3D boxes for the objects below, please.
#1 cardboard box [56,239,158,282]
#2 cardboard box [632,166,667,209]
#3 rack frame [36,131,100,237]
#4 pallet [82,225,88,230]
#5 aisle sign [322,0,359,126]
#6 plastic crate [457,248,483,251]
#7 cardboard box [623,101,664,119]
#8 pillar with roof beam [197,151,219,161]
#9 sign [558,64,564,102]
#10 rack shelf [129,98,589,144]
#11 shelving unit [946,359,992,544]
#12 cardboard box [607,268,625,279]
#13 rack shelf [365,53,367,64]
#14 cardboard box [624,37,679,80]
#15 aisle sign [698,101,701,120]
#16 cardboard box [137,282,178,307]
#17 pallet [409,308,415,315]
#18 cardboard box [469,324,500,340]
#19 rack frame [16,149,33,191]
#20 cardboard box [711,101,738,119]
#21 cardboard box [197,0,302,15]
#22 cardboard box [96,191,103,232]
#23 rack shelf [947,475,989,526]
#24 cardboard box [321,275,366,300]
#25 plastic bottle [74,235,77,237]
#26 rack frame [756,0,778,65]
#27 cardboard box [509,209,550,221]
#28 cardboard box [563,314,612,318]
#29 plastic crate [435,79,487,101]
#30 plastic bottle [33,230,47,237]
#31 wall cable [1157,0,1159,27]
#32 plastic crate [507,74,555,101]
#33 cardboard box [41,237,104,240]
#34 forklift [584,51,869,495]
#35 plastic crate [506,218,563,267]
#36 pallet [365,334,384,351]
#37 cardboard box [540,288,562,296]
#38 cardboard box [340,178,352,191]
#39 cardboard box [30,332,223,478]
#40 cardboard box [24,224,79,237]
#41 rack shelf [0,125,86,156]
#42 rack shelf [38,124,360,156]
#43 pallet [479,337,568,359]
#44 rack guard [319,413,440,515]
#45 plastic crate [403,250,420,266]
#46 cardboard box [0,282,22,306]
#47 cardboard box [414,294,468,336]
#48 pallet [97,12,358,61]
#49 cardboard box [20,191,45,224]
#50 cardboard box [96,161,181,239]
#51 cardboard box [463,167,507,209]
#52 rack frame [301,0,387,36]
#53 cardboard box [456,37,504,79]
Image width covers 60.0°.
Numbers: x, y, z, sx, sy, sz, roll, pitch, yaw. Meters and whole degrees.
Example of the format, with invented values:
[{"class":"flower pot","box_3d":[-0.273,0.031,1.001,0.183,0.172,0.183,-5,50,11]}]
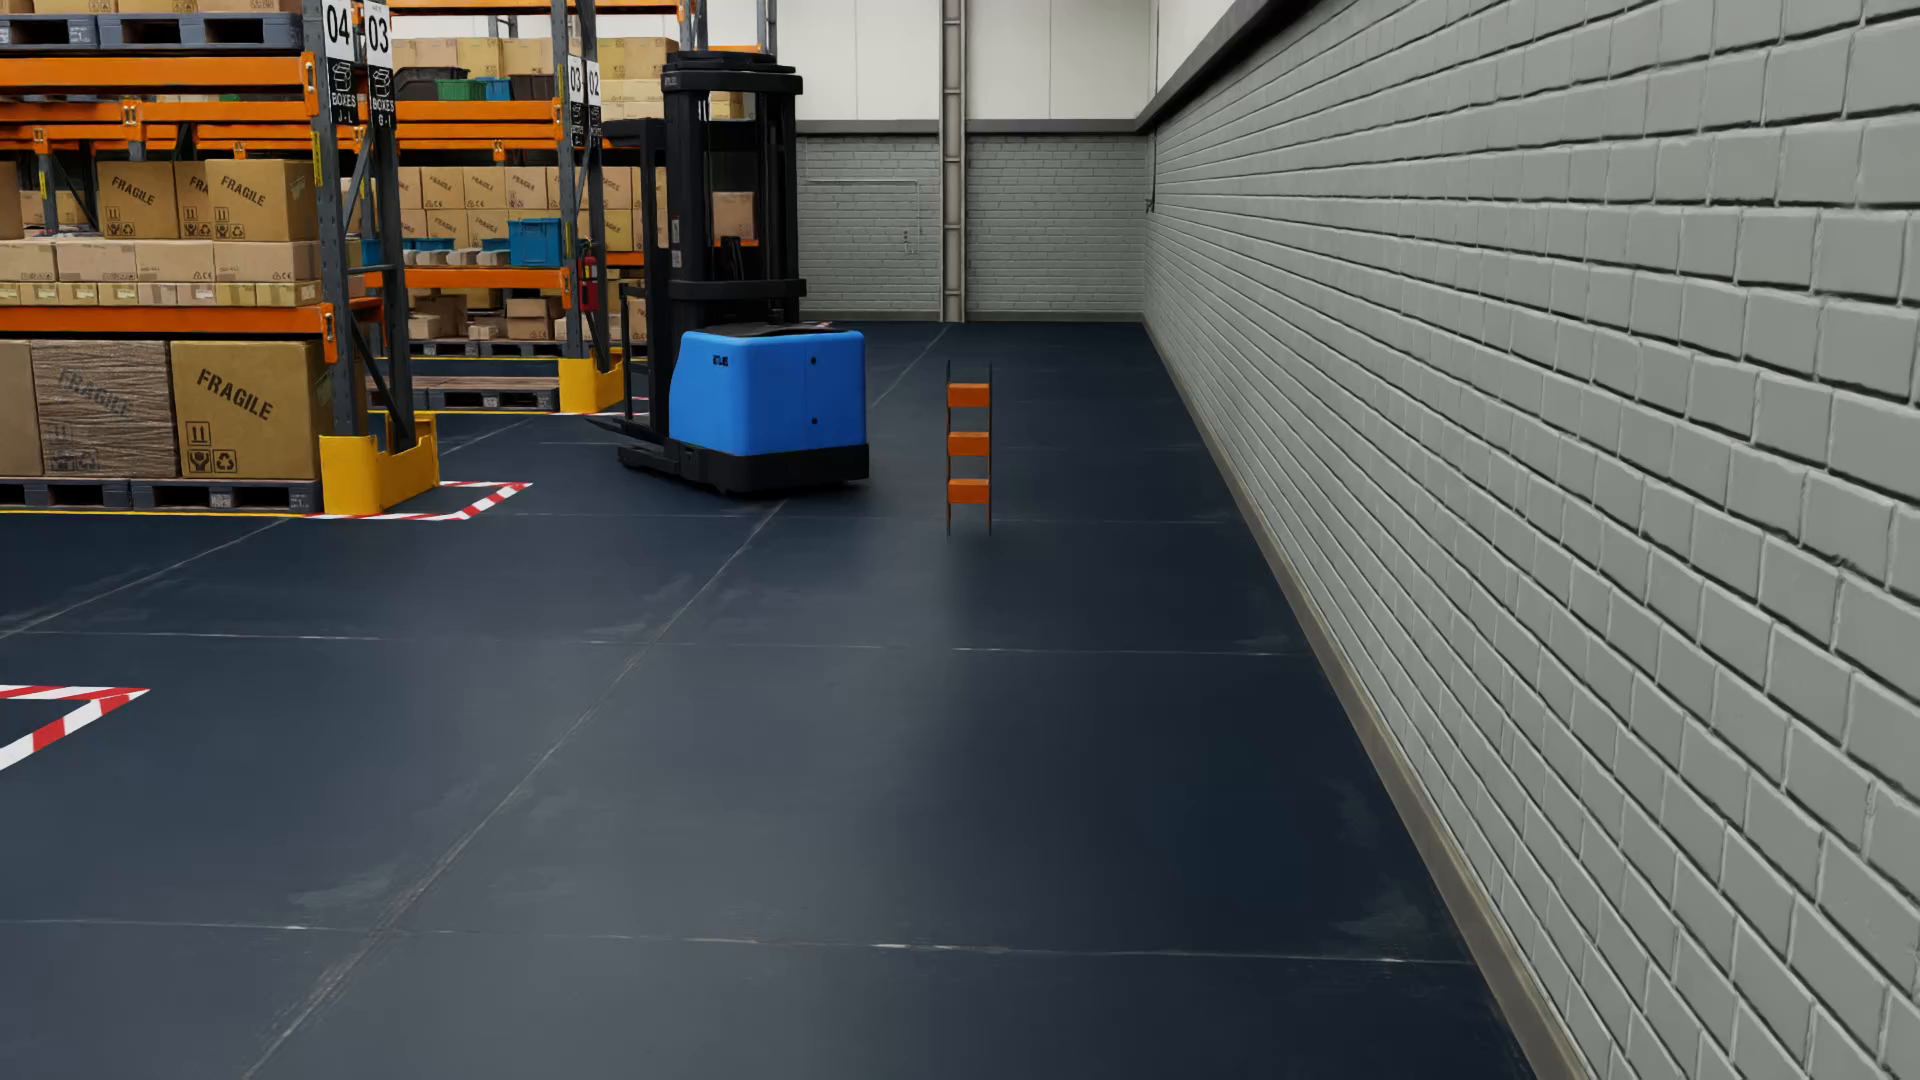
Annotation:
[{"class":"cardboard box","box_3d":[-5.372,-1.783,10.606,0.500,0.250,0.500,0,12,2]},{"class":"cardboard box","box_3d":[-3.654,-4.256,20.104,0.500,0.500,0.500,1,12,3]},{"class":"rack frame","box_3d":[-11.174,-3.878,20.979,0.127,3.000,1.000,1,12,4]},{"class":"pallet","box_3d":[-12.824,-4.815,25.927,1.213,0.211,1.003,1,12,4]},{"class":"aisle sign","box_3d":[-3.806,-2.955,10.218,0.004,0.787,0.394,1,12,4]},{"class":"plastic crate","box_3d":[-4.742,-2.758,16.124,0.298,0.136,0.250,1,12,4]},{"class":"cardboard box","box_3d":[-3.722,-5.116,19.941,0.500,0.250,0.500,1,12,4]},{"class":"pillar with roof beam","box_3d":[-12.373,-7.141,21.929,0.400,9.000,9.100,1,12,4]},{"class":"sign","box_3d":[-3.547,-4.061,14.784,0.005,0.325,0.100,1,12,4]},{"class":"rack shelf","box_3d":[-5.522,-3.900,15.516,4.000,0.370,1.077,1,12,4]},{"class":"shelving unit","box_3d":[0.053,-0.513,9.657,0.252,1.050,0.215,1,12,4]},{"class":"cardboard box","box_3d":[-5.266,-4.054,25.319,0.250,0.149,0.380,0,12,2]},{"class":"rack shelf","box_3d":[-8.851,-7.251,25.187,4.000,0.370,1.077,1,12,4]},{"class":"cardboard box","box_3d":[-3.705,-5.778,20.054,0.500,0.500,0.700,1,12,4]},{"class":"aisle sign","box_3d":[-3.144,-4.977,19.886,0.004,0.787,0.394,1,12,4]},{"class":"cardboard box","box_3d":[-4.995,-1.570,10.559,0.250,0.149,0.380,1,12,5]},{"class":"pallet","box_3d":[-8.851,-3.481,25.896,1.213,0.211,1.003,1,12,4]},{"class":"cardboard box","box_3d":[-5.915,-2.592,20.677,0.250,0.166,0.380,1,12,4]},{"class":"rack frame","box_3d":[-14.837,-4.944,26.079,0.127,3.000,1.000,1,12,4]},{"class":"cardboard box","box_3d":[-3.613,-6.385,24.738,0.500,0.250,0.500,1,12,5]},{"class":"cardboard box","box_3d":[-4.380,-3.512,10.393,0.500,0.500,0.700,0,12,0]},{"class":"cardboard box","box_3d":[-10.538,-4.147,20.995,0.500,0.500,0.700,-3,12,-15]},{"class":"rack shelf","box_3d":[0.053,-0.231,9.716,0.240,0.259,0.215,1,12,4]},{"class":"cardboard box","box_3d":[-4.189,-1.694,11.153,0.250,0.149,0.380,1,12,4]},{"class":"plastic bottle","box_3d":[-8.741,-2.858,16.391,0.133,0.283,0.061,1,12,4]},{"class":"rack frame","box_3d":[-2.864,-7.717,24.680,0.127,3.000,1.000,1,12,4]},{"class":"cardboard box","box_3d":[-5.175,-3.789,20.311,0.500,0.500,0.500,1,12,3]},{"class":"cardboard box","box_3d":[-4.713,-2.717,21.071,0.500,0.250,0.500,1,12,4]},{"class":"plastic crate","box_3d":[-4.529,-4.076,15.119,0.336,0.188,0.450,1,12,4]},{"class":"plastic bottle","box_3d":[-8.641,-2.735,15.638,0.185,0.351,0.144,1,12,4]},{"class":"wall cable","box_3d":[2.574,-7.966,21.120,0.112,2.526,3.097,1,12,4]},{"class":"plastic crate","box_3d":[-3.892,-4.223,15.622,0.590,0.269,0.497,1,12,4]},{"class":"cardboard box","box_3d":[-5.859,-1.898,11.155,0.500,0.250,0.500,1,12,3]},{"class":"forklift","box_3d":[-1.885,-1.987,12.107,1.130,2.935,3.031,-8,14,-34]},{"class":"plastic crate","box_3d":[-3.873,-2.769,15.449,0.499,0.435,0.616,1,12,4]},{"class":"pallet","box_3d":[-7.997,-2.461,21.020,1.213,0.211,1.003,1,12,4]},{"class":"cardboard box","box_3d":[-6.116,-3.786,25.620,0.500,0.500,0.700,1,12,4]},{"class":"cardboard box","box_3d":[-9.375,-5.389,25.353,0.500,0.250,0.500,1,12,4]},{"class":"cardboard box","box_3d":[-5.409,-0.915,10.979,0.875,0.875,0.875,1,12,4]},{"class":"cardboard box","box_3d":[-11.534,-3.848,21.055,0.500,0.311,0.500,2,12,7]},{"class":"rack shelf","box_3d":[-13.169,-5.021,20.877,4.000,0.370,1.077,1,12,4]},{"class":"rack shelf","box_3d":[-9.178,-4.966,20.615,4.000,0.370,1.077,1,12,4]},{"class":"pallet","box_3d":[-5.277,-2.432,20.880,1.213,0.211,1.003,1,12,4]},{"class":"rack guard","box_3d":[-3.833,-0.521,11.036,0.348,0.500,1.175,1,12,4]},{"class":"plastic crate","box_3d":[-5.216,-2.637,15.545,0.250,0.136,0.298,1,12,4]},{"class":"cardboard box","box_3d":[-6.020,-1.583,10.624,0.250,0.149,0.380,0,12,2]},{"class":"cardboard box","box_3d":[-6.595,-2.865,21.168,0.500,0.500,0.500,1,12,4]},{"class":"pallet","box_3d":[-4.598,-3.177,10.522,1.213,0.211,1.003,1,12,4]},{"class":"cardboard box","box_3d":[-14.332,-5.195,25.957,0.500,0.500,0.700,1,12,4]},{"class":"cardboard box","box_3d":[-5.334,-2.258,11.046,0.500,0.500,0.500,0,12,2]},{"class":"cardboard box","box_3d":[-5.704,-4.283,20.232,0.500,0.500,0.500,0,12,2]},{"class":"rack frame","box_3d":[-3.857,-4.681,10.167,0.127,3.000,1.000,1,12,4]},{"class":"cardboard box","box_3d":[-5.706,-5.789,20.106,0.500,0.500,0.700,1,12,4]}]
